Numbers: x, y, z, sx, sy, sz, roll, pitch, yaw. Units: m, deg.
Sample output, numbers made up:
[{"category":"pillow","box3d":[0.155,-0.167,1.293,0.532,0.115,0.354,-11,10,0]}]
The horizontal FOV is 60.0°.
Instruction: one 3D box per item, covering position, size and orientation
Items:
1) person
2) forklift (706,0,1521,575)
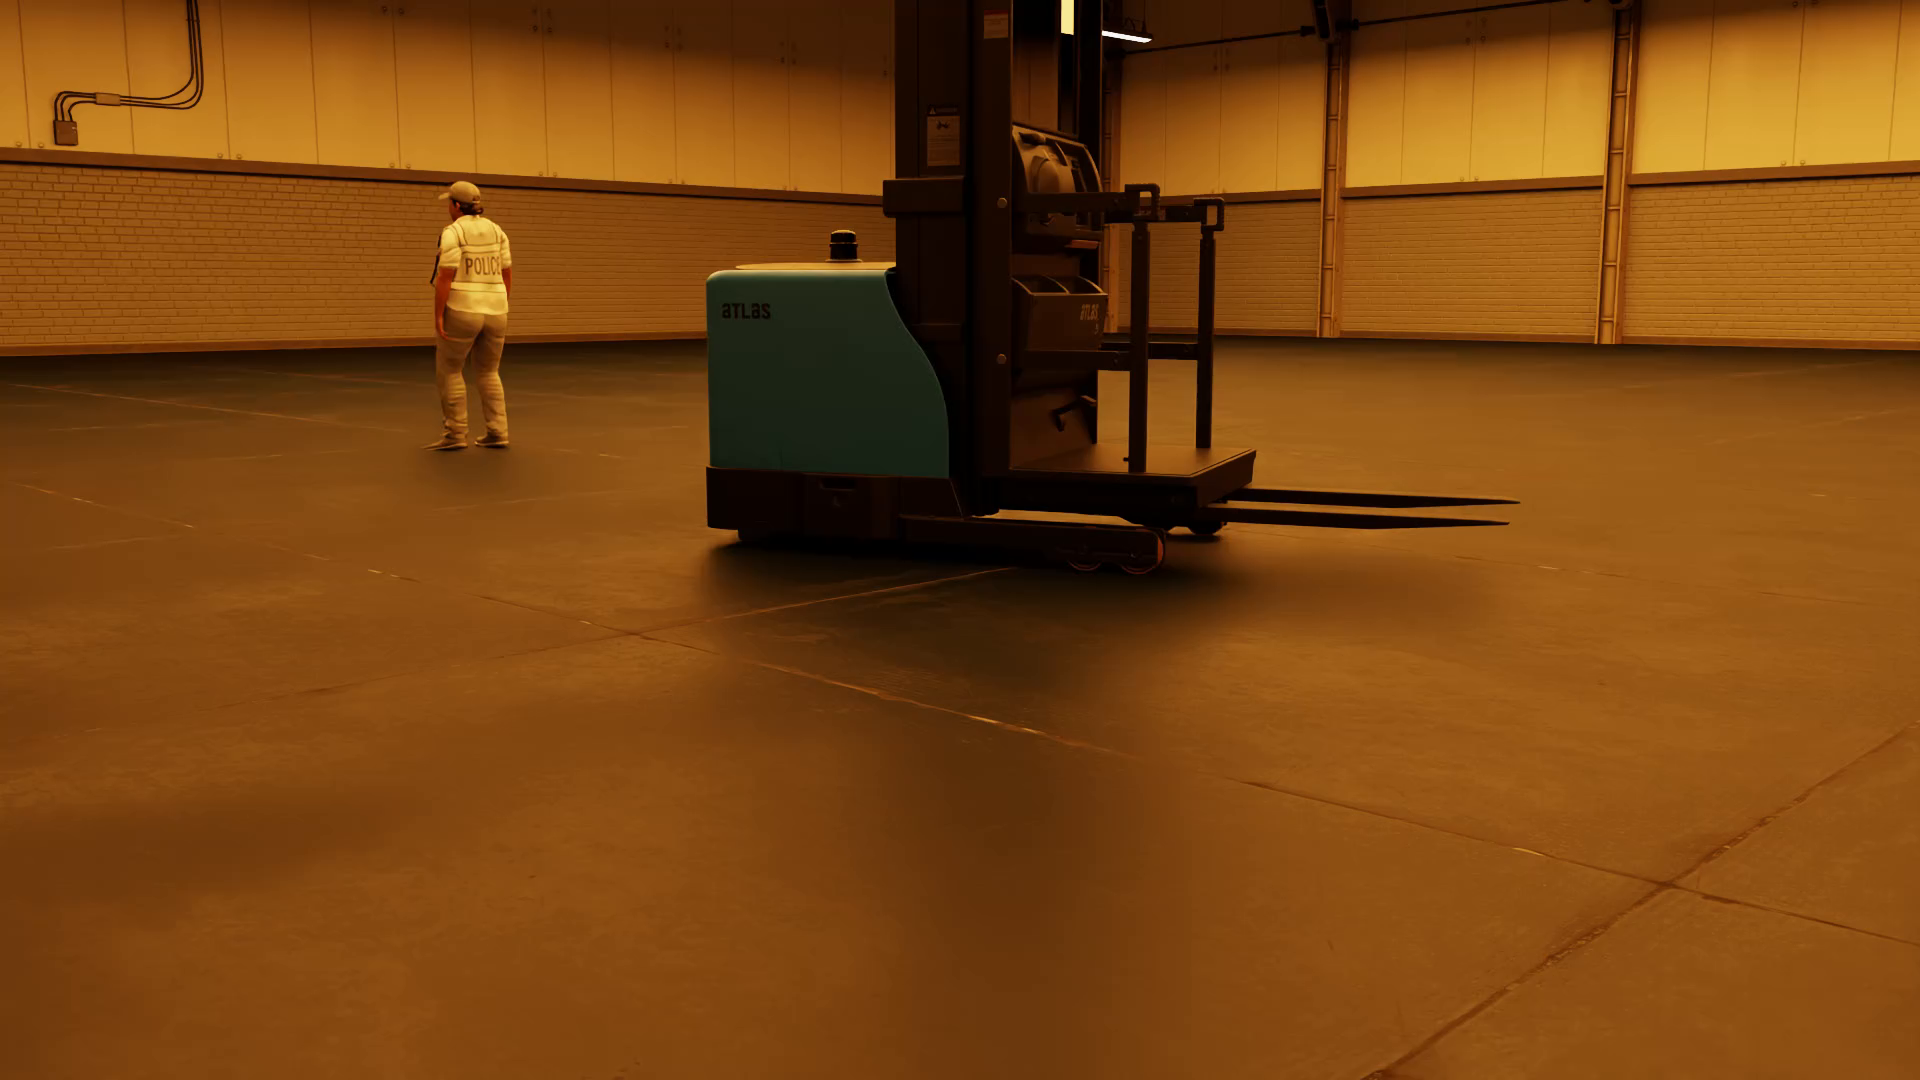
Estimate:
[{"category":"person","box3d":[-3.106,-1.397,10.472,0.450,1.688,0.558,7,11,37]},{"category":"forklift","box3d":[0.565,-1.416,6.275,3.031,2.935,1.130,3,9,22]}]
